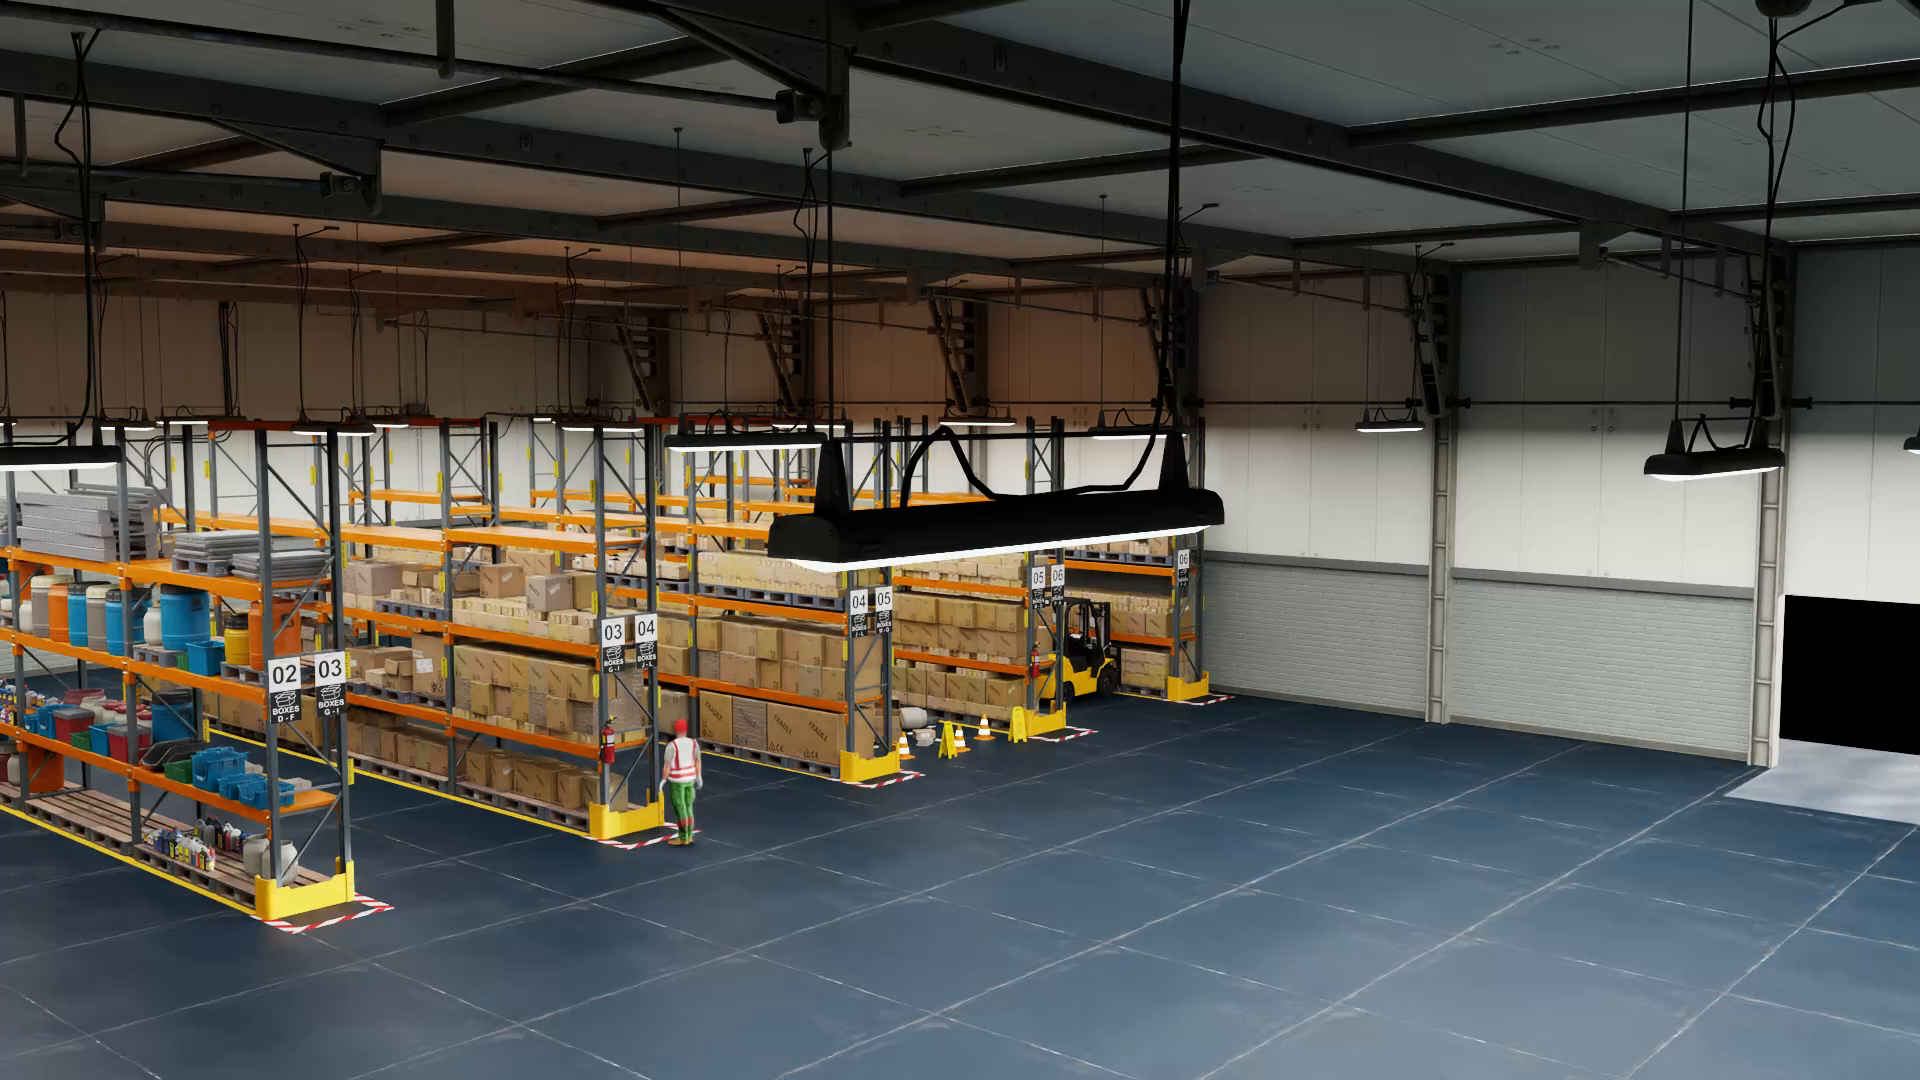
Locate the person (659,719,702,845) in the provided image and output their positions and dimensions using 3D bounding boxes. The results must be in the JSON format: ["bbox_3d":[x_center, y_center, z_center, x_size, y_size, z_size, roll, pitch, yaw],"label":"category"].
[{"bbox_3d":[-3.981,3.464,23.810,0.629,1.818,0.377,-4,6,-40],"label":"person"}]
